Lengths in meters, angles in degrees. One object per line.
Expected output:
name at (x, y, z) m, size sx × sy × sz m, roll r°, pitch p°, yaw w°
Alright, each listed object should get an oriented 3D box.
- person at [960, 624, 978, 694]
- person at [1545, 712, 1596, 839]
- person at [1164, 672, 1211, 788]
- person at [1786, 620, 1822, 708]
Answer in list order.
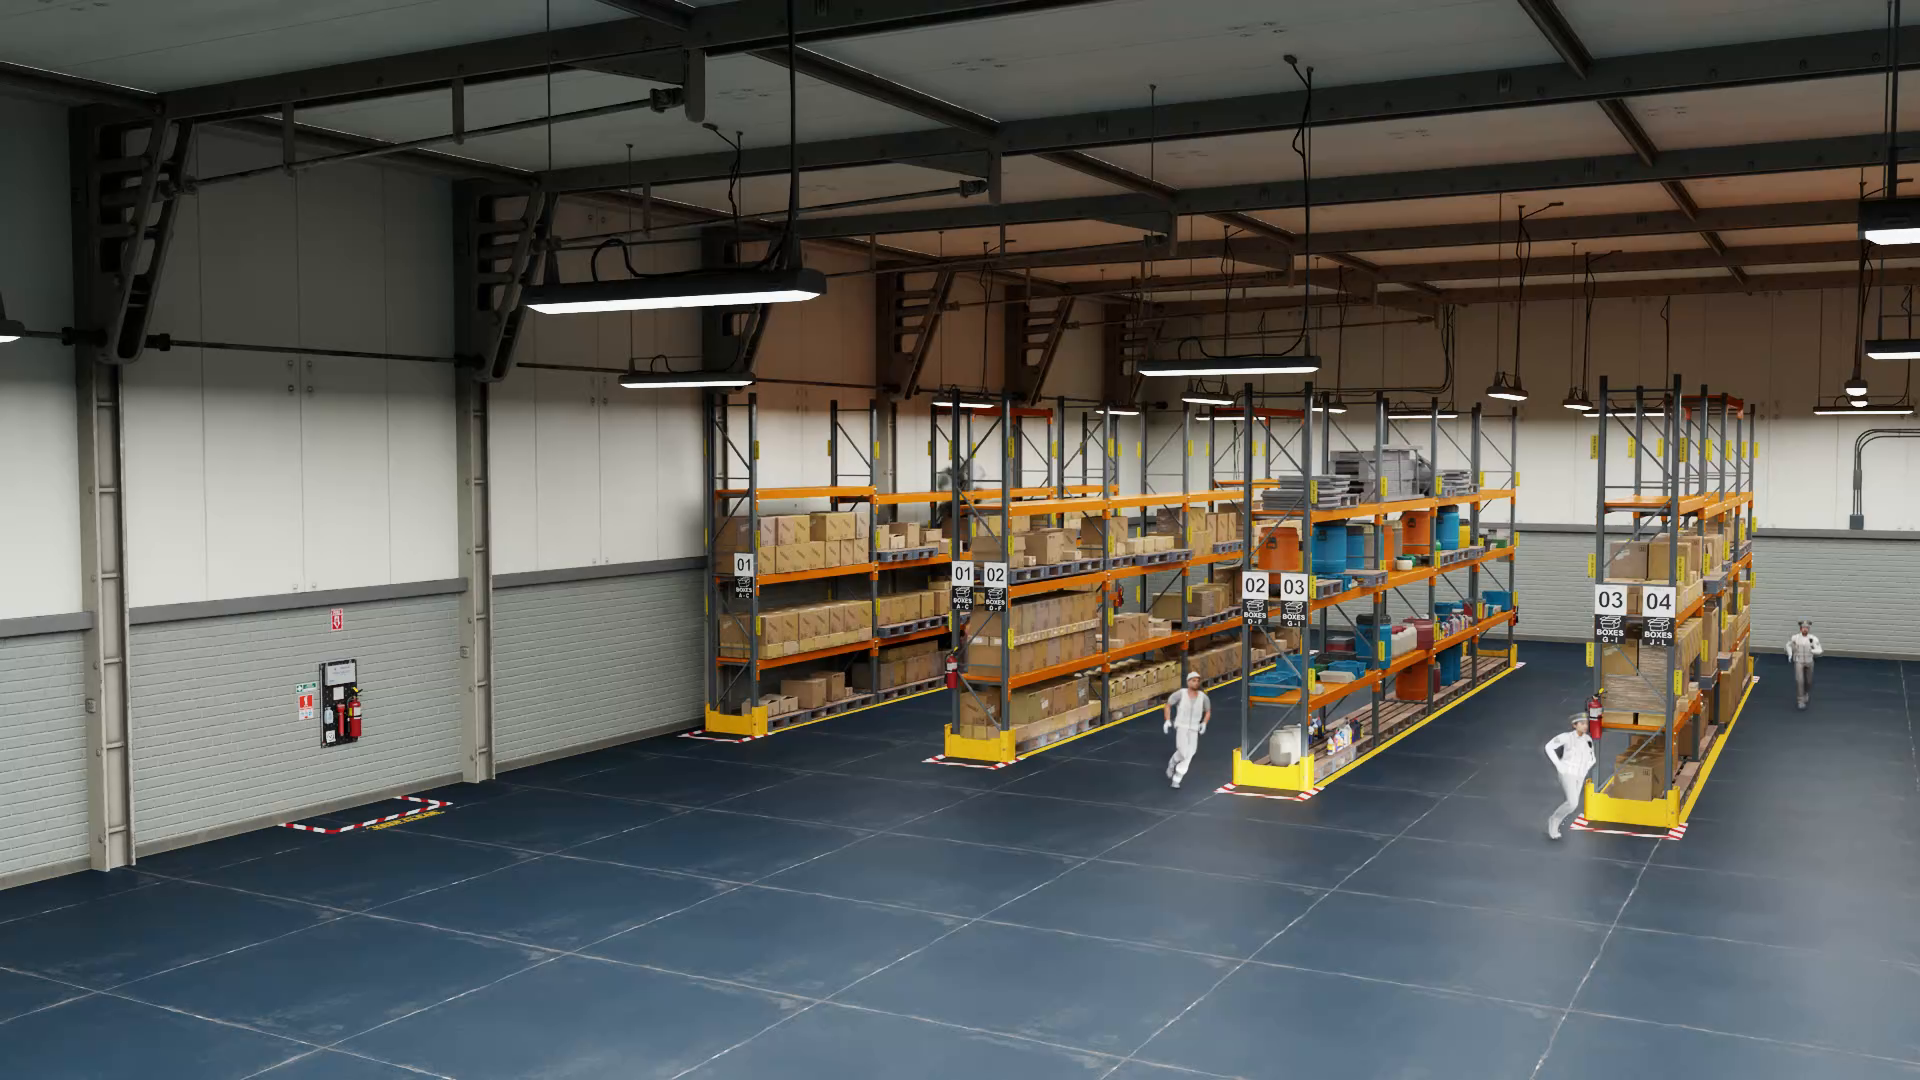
person at (0.169, 2.447, 31.076) m, size 0.720 × 1.762 × 0.733 m, roll 1°, pitch 3°, yaw 18°
person at (7.870, 3.016, 21.345) m, size 0.596 × 1.641 × 0.583 m, roll -1°, pitch 3°, yaw -20°
person at (3.395, 2.815, 24.628) m, size 0.715 × 1.711 × 0.534 m, roll 0°, pitch 3°, yaw -7°
person at (16.407, 2.391, 32.327) m, size 0.614 × 1.675 × 0.919 m, roll 1°, pitch 3°, yaw 22°
